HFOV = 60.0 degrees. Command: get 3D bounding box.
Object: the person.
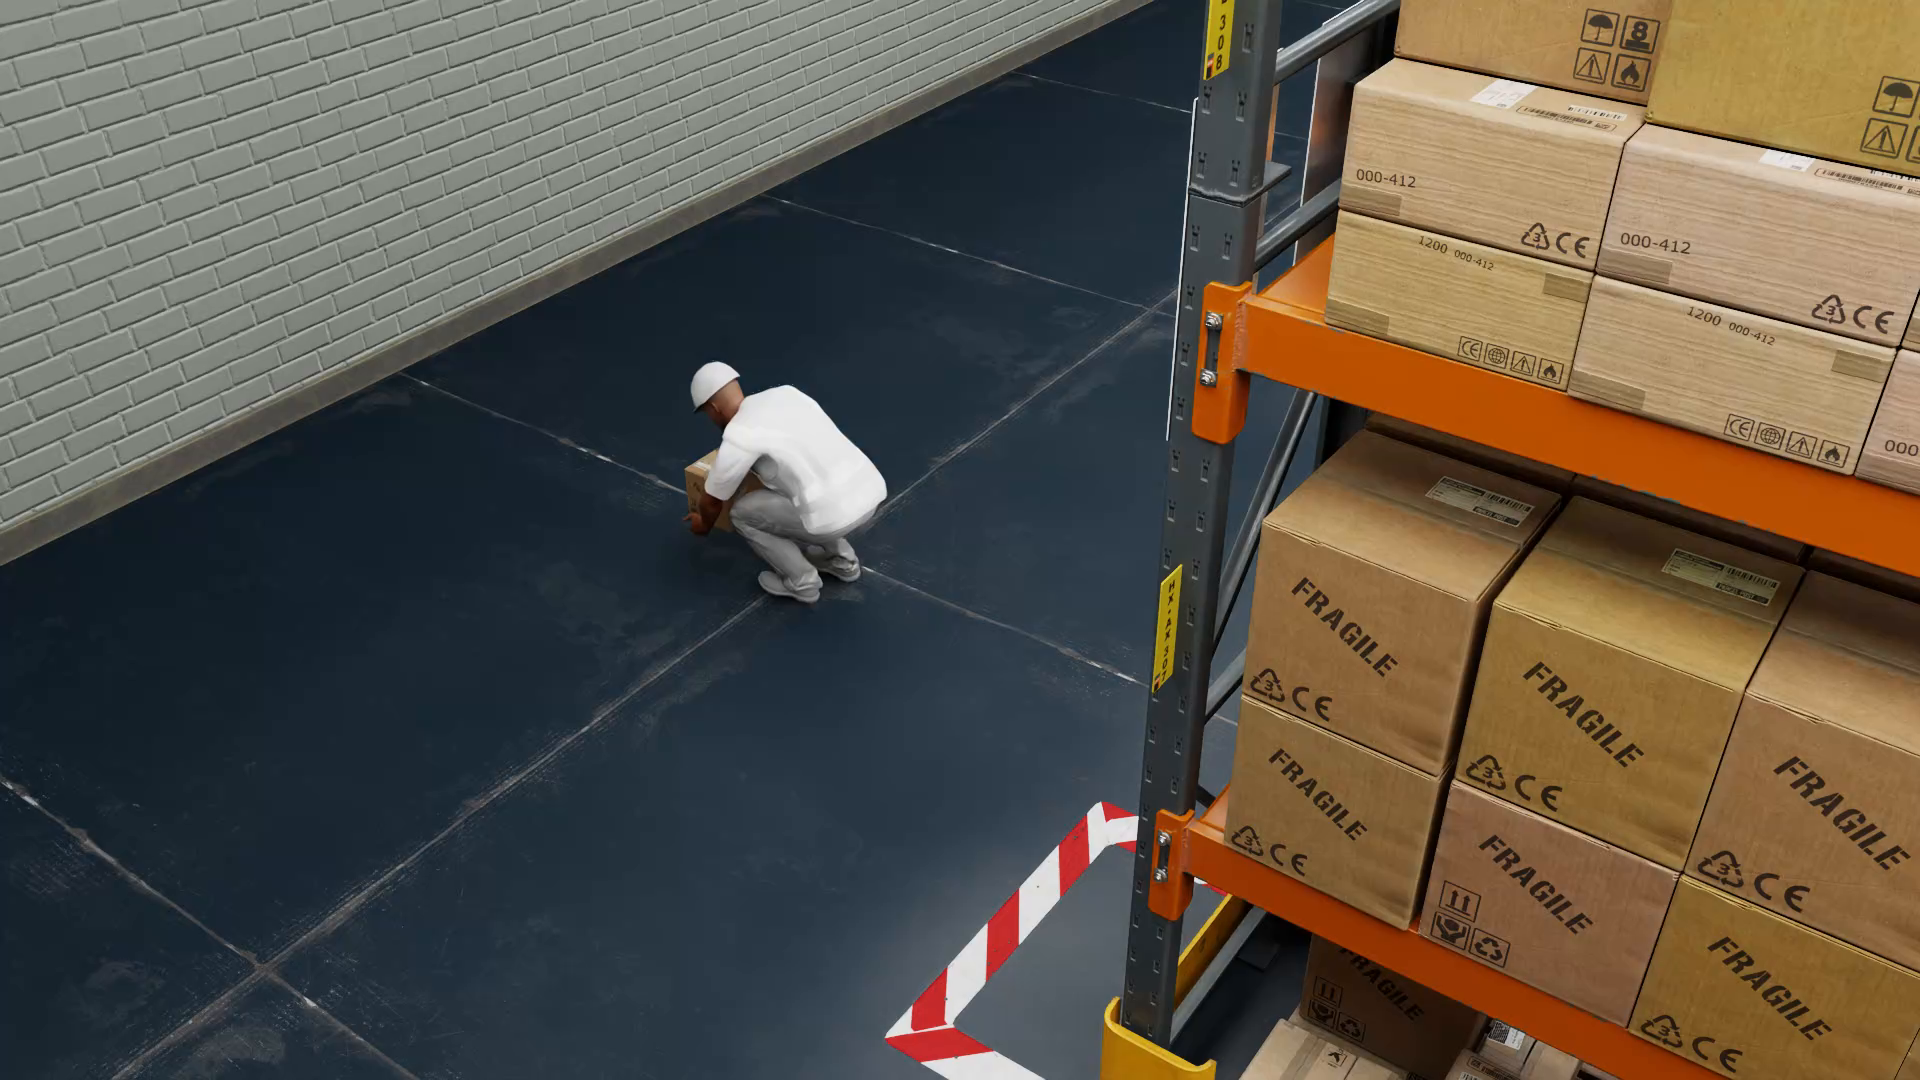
[{"bbox_3d":[-0.776,-0.245,7.158,0.900,1.008,0.583,21,40,28],"label":"person"}]
